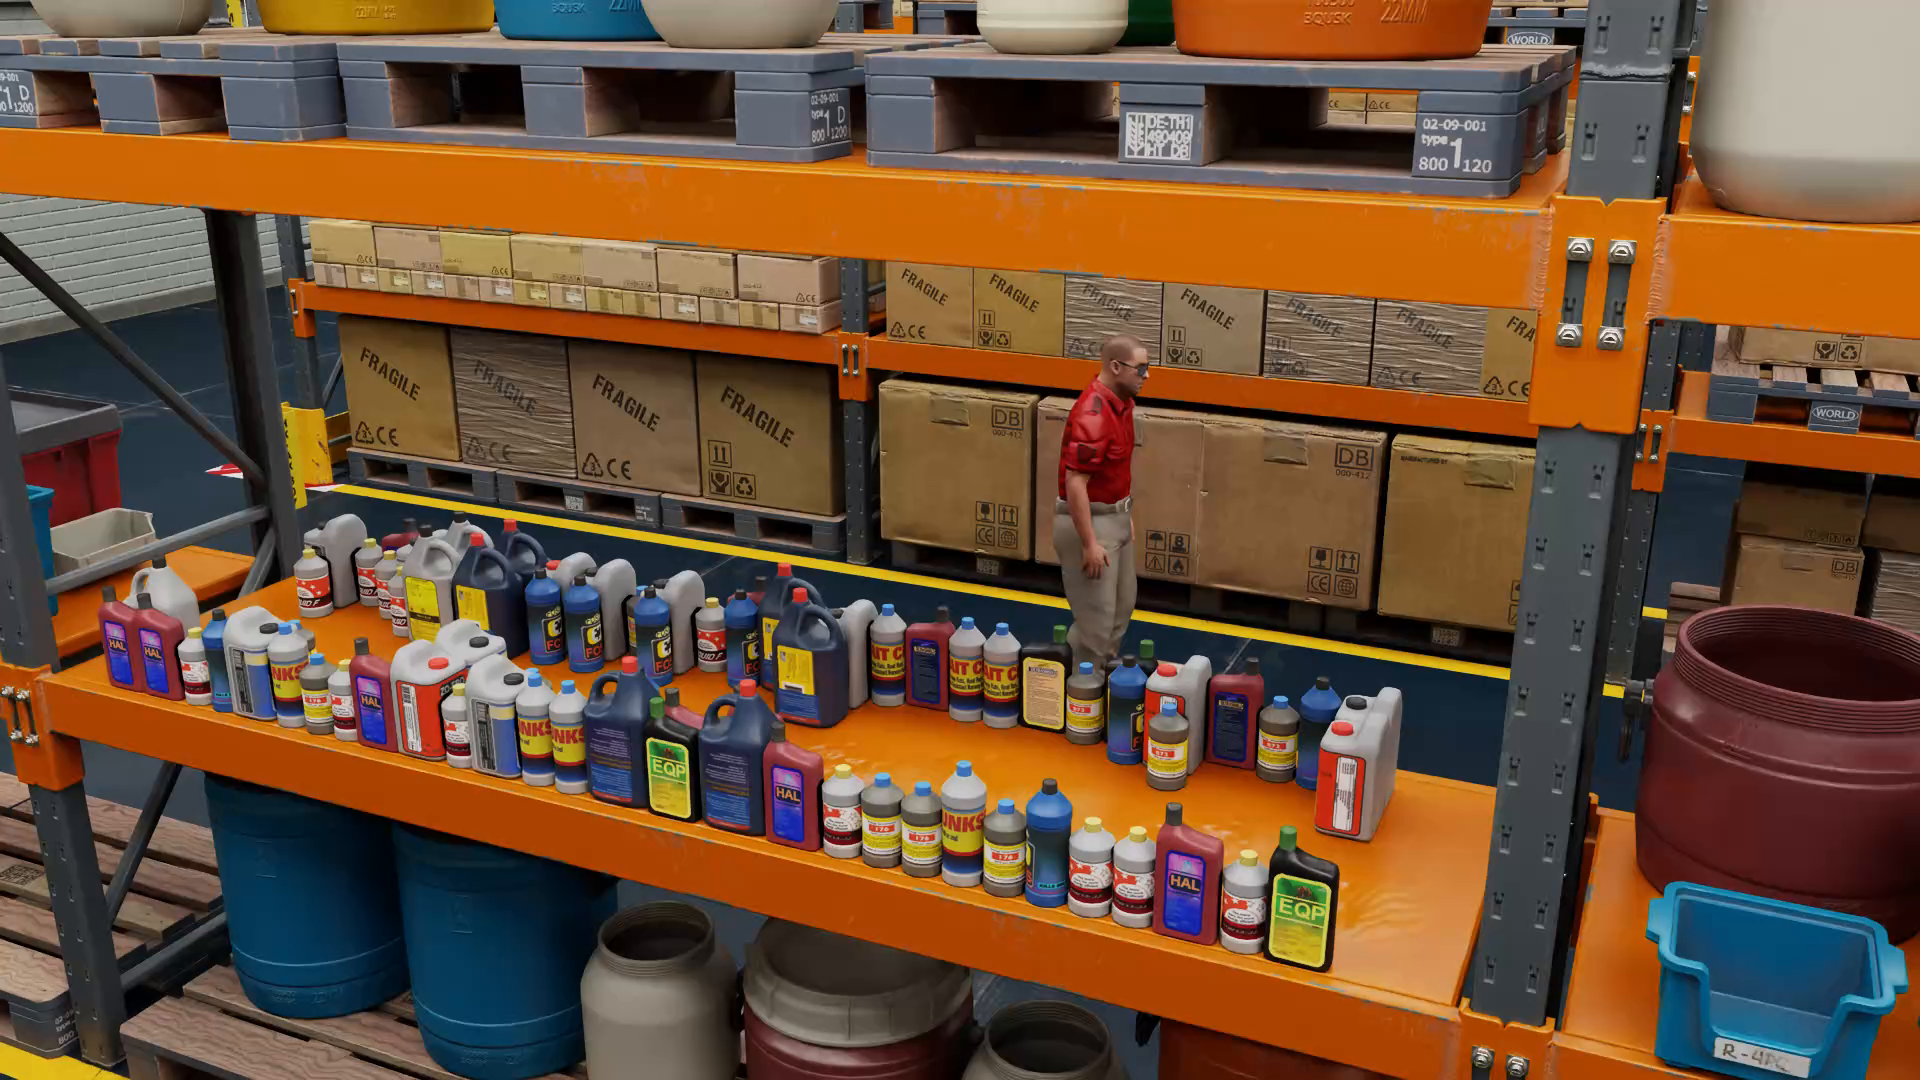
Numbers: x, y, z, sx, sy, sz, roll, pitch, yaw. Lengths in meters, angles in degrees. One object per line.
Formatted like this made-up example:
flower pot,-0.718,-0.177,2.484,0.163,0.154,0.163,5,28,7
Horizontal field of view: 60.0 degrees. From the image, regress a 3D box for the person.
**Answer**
person,0.617,-0.037,7.194,0.391,1.725,0.589,7,20,20
